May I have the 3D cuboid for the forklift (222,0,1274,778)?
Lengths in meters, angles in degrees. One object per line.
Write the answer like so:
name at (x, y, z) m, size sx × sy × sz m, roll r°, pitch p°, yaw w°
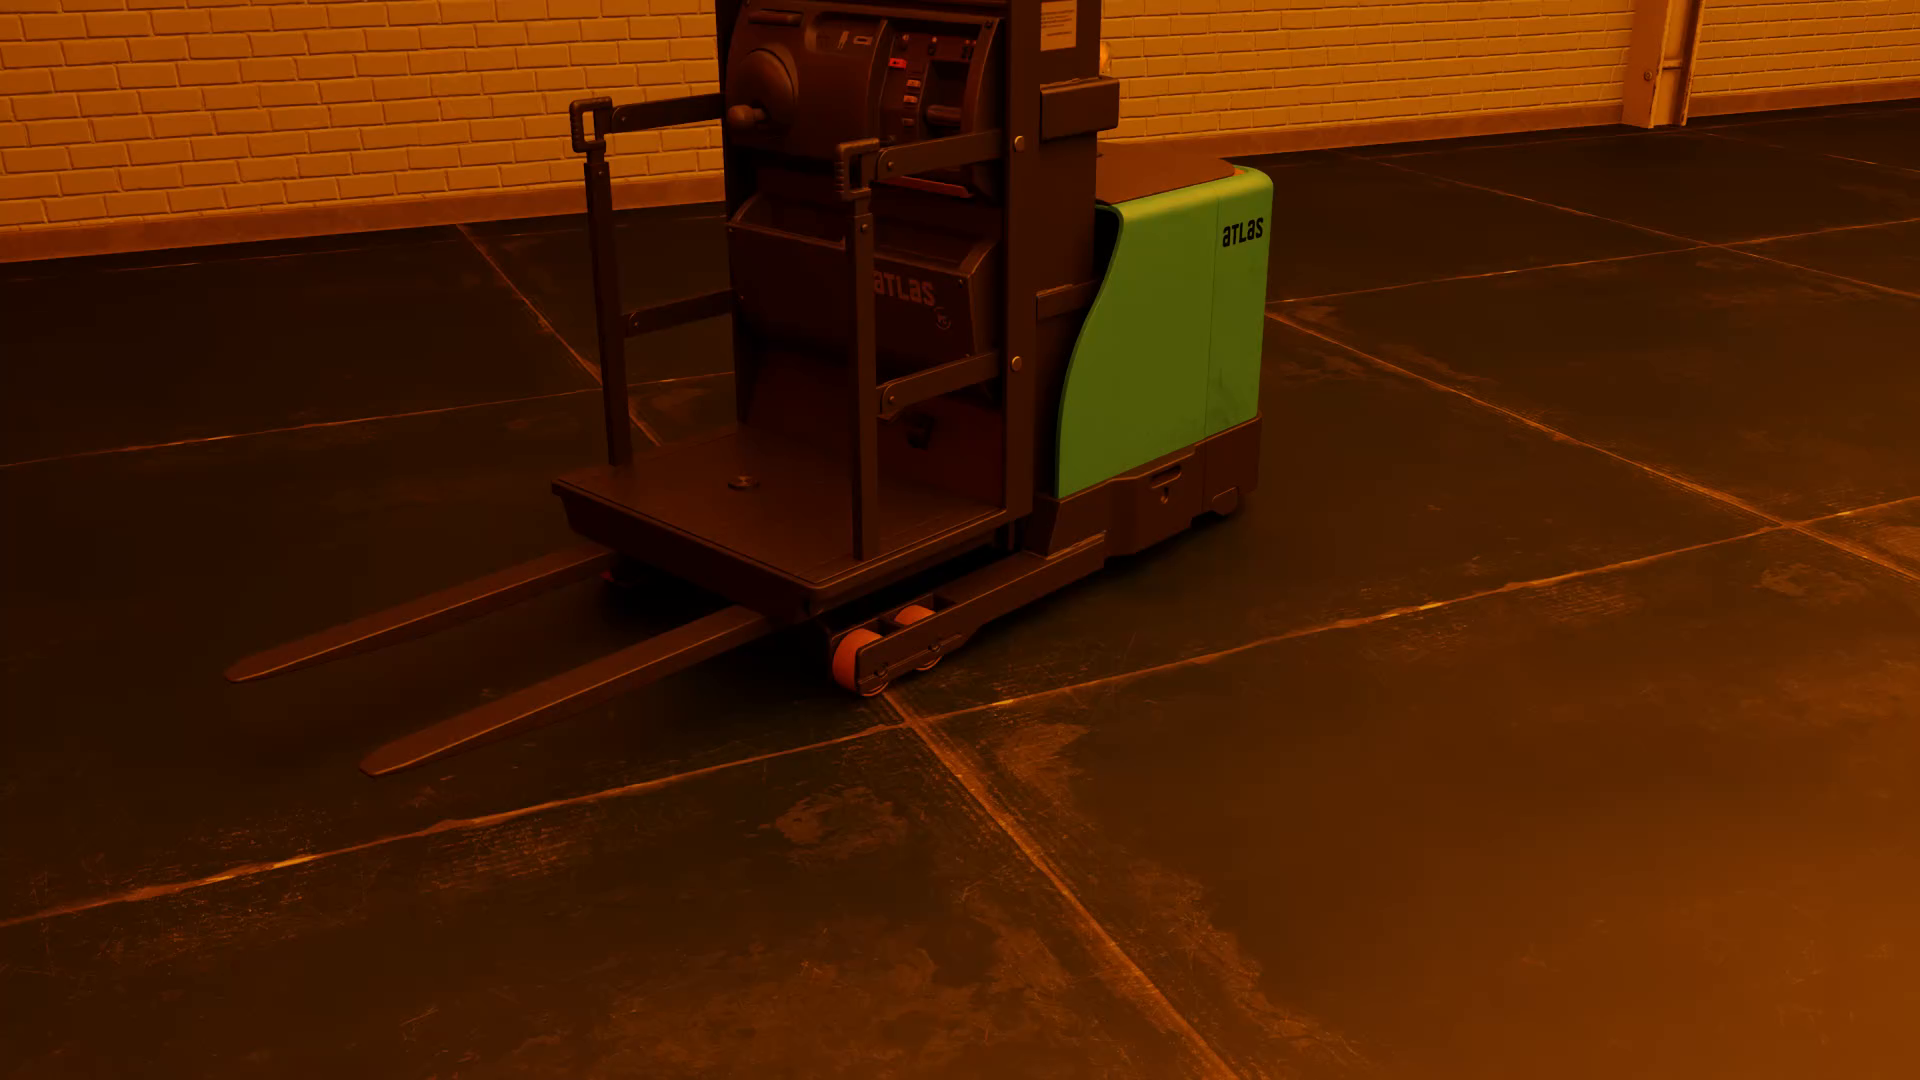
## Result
forklift at (-0.413, -1.182, 4.131) m, size 1.130 × 2.935 × 3.031 m, roll 19°, pitch 29°, yaw 39°

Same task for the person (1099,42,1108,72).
person at (0.335, -1.238, 6.291) m, size 0.880 × 1.402 × 0.962 m, roll -4°, pitch 23°, yaw -10°
